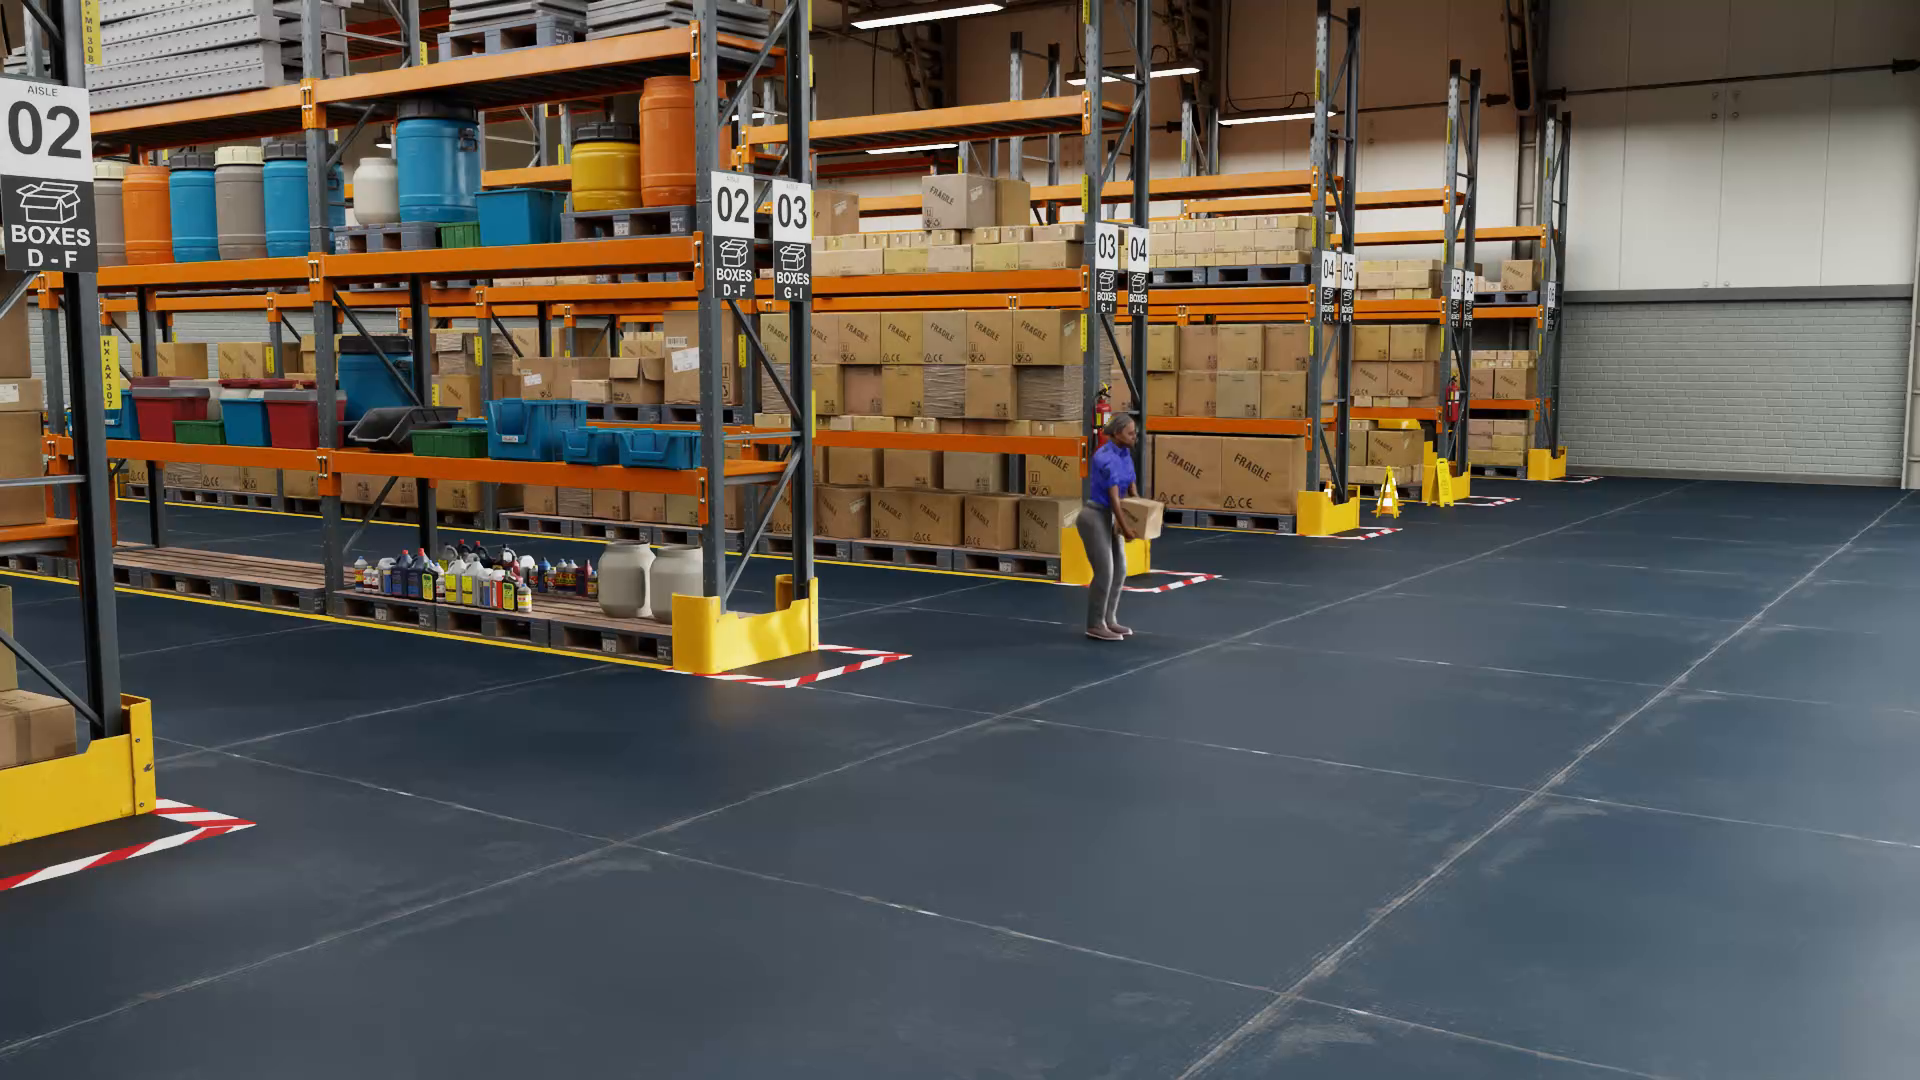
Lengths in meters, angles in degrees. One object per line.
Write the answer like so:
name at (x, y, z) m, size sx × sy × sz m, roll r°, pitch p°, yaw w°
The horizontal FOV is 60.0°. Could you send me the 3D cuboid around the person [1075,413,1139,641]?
person at (1.126, -0.099, 12.048) m, size 0.539 × 1.637 × 0.411 m, roll 4°, pitch 8°, yaw 32°
